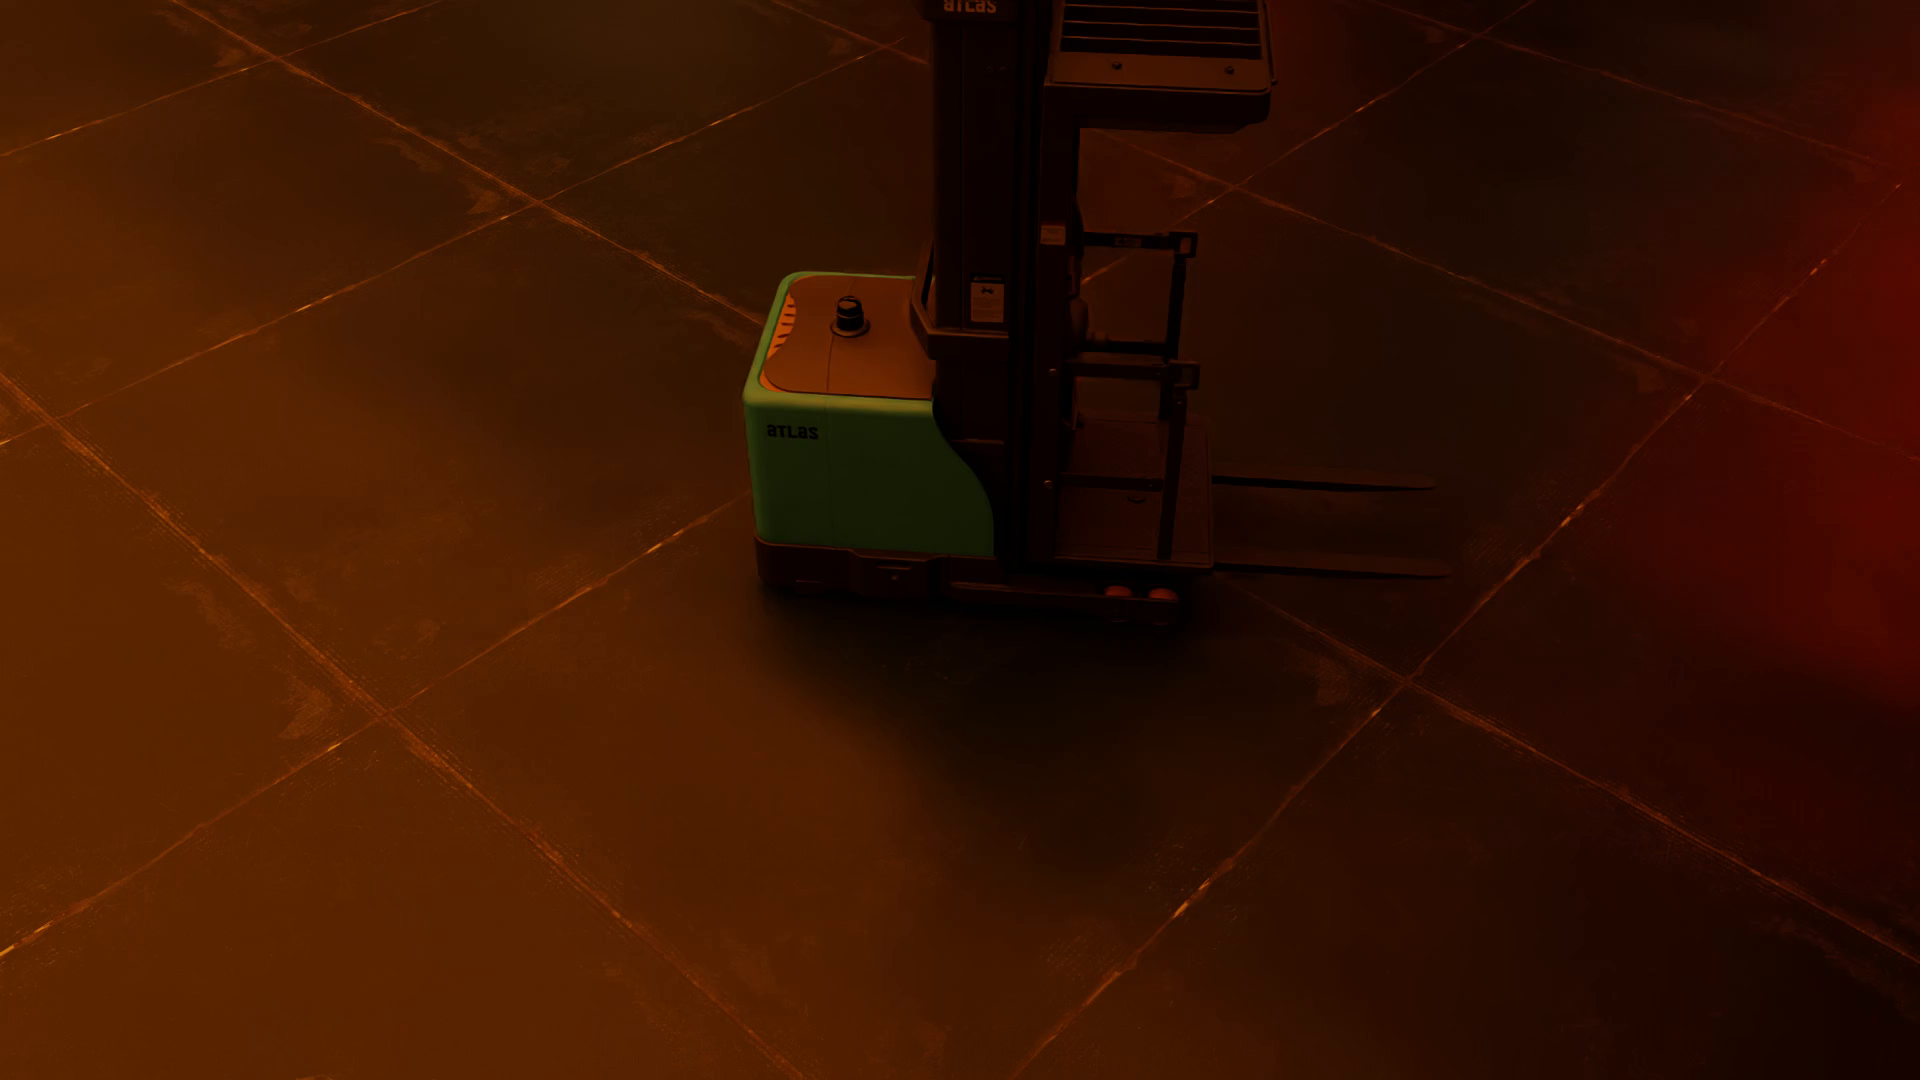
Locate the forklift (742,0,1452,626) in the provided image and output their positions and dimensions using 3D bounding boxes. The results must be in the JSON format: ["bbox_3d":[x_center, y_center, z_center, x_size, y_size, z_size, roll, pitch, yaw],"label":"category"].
[{"bbox_3d":[0.646,-1.105,6.716,3.031,2.935,1.130,4,41,4],"label":"forklift"}]
